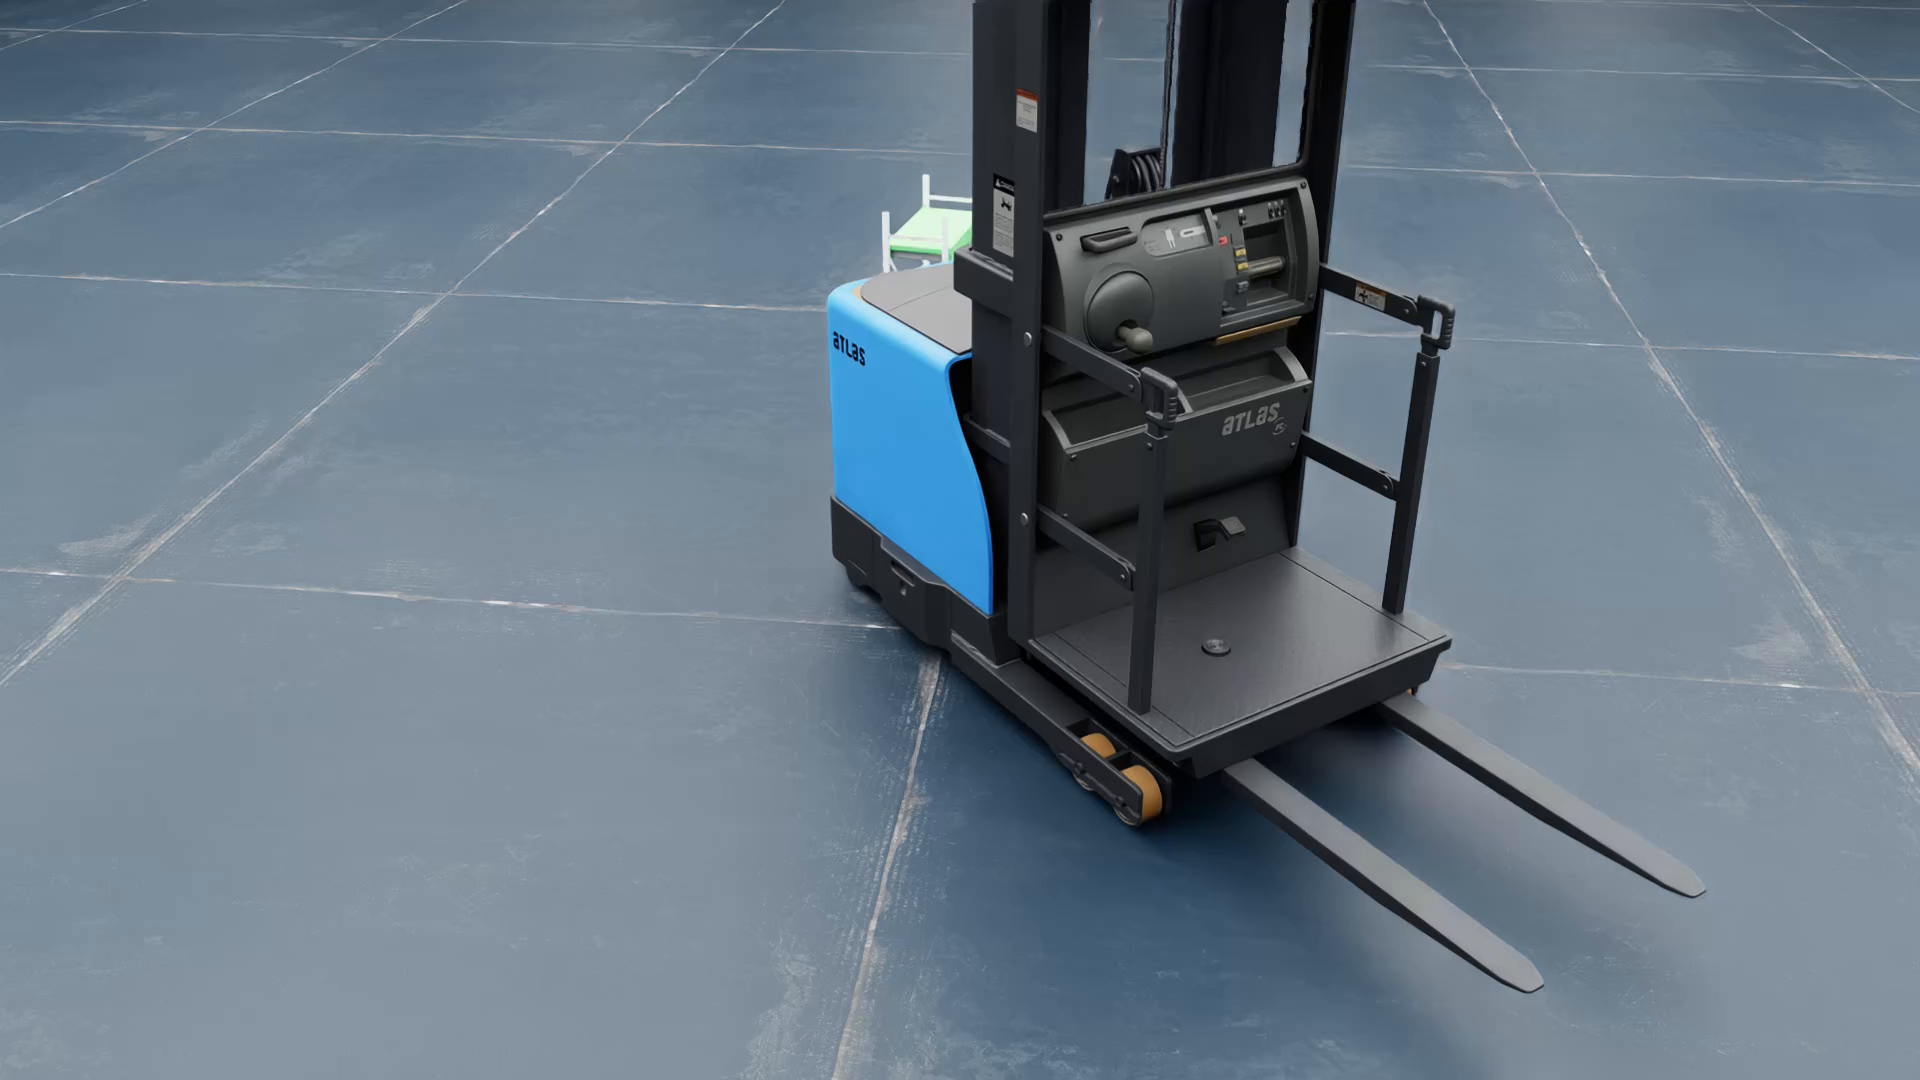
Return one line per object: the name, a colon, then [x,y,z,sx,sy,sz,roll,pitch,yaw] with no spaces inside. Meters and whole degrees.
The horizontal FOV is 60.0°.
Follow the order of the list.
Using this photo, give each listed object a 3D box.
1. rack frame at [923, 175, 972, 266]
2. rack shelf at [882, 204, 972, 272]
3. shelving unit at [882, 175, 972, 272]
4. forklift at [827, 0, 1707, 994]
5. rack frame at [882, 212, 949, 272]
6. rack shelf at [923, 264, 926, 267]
rack frame: [-0.023,-0.834,6.532,0.240,1.200,0.015,8,29,14]
rack shelf: [-0.090,-1.089,6.128,0.258,0.148,0.480,8,29,14]
shelving unit: [-0.090,-0.722,6.326,0.258,1.200,0.503,8,29,14]
forklift: [0.764,-0.736,4.525,1.130,2.935,3.031,-17,33,-29]
rack frame: [-0.157,-0.611,6.119,0.240,1.200,0.015,8,29,14]
rack shelf: [-0.090,-0.877,6.242,0.258,0.148,0.480,8,29,14]
